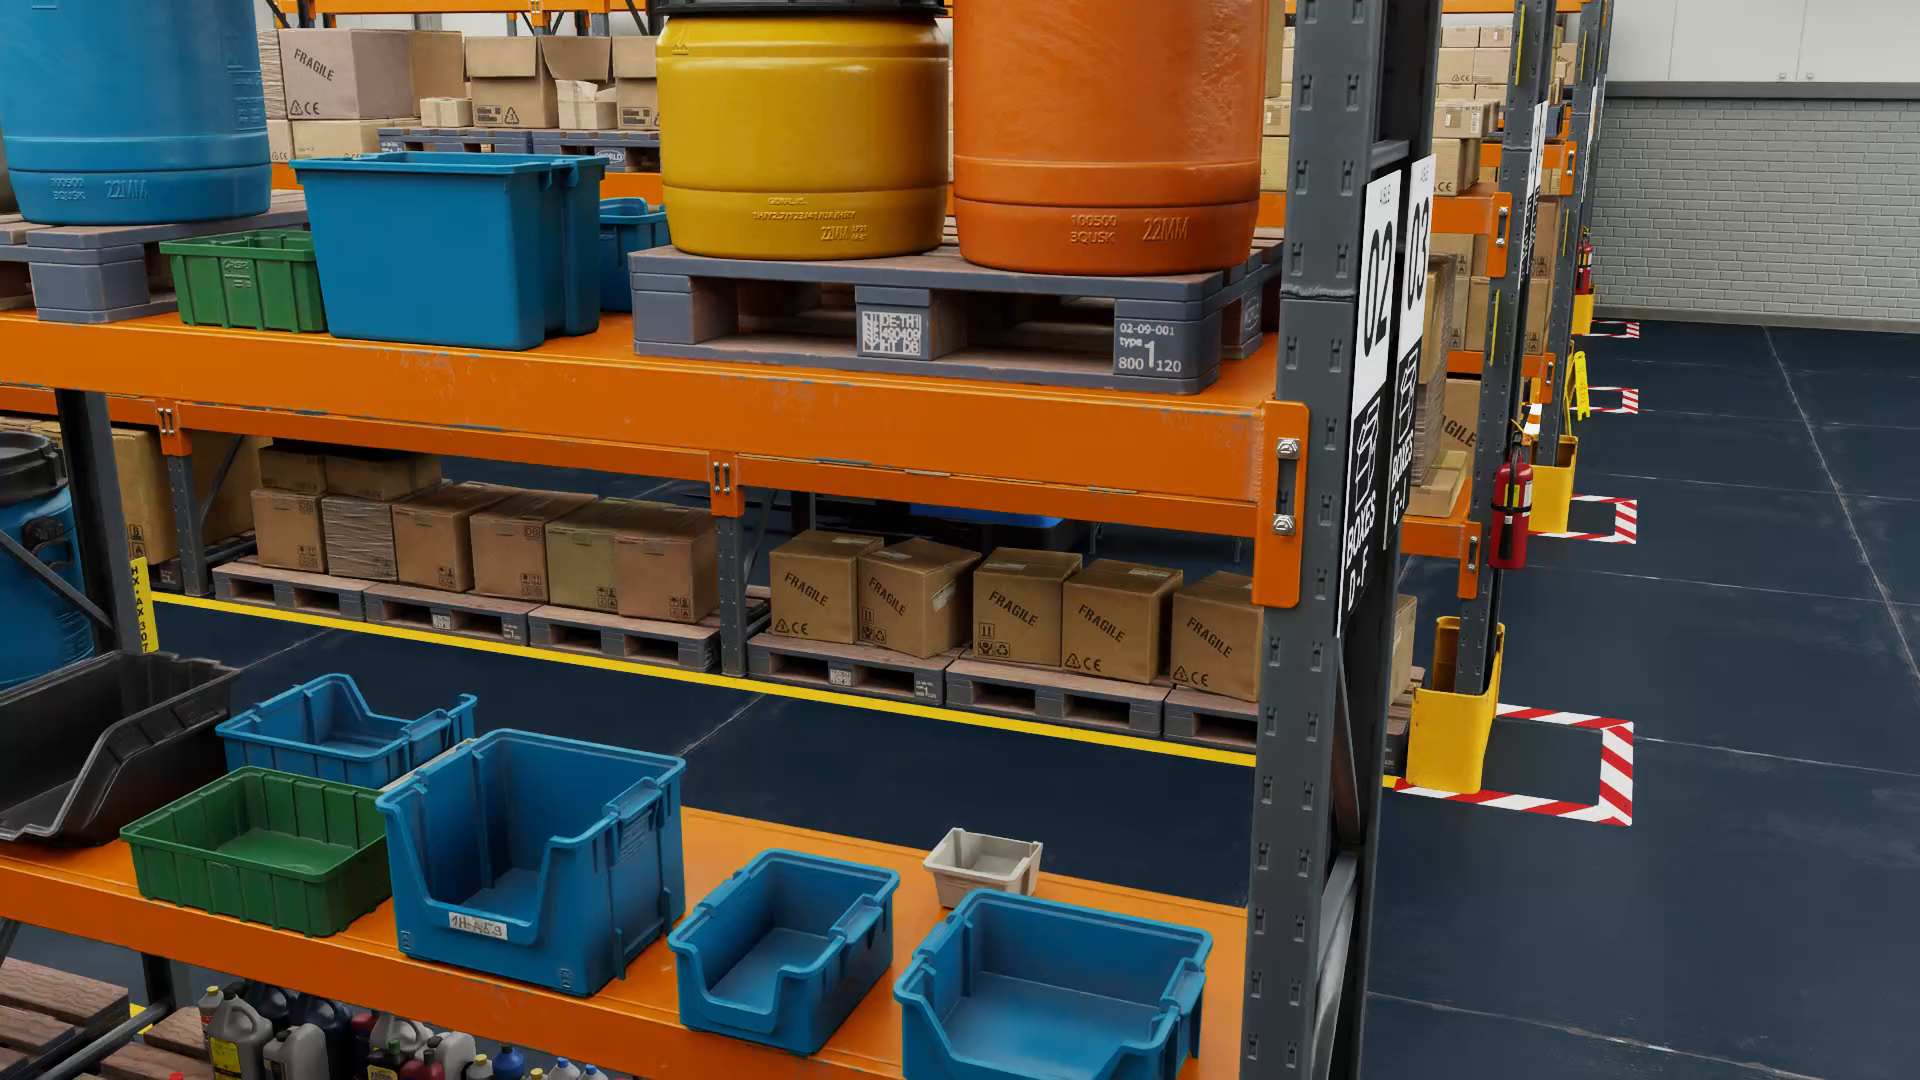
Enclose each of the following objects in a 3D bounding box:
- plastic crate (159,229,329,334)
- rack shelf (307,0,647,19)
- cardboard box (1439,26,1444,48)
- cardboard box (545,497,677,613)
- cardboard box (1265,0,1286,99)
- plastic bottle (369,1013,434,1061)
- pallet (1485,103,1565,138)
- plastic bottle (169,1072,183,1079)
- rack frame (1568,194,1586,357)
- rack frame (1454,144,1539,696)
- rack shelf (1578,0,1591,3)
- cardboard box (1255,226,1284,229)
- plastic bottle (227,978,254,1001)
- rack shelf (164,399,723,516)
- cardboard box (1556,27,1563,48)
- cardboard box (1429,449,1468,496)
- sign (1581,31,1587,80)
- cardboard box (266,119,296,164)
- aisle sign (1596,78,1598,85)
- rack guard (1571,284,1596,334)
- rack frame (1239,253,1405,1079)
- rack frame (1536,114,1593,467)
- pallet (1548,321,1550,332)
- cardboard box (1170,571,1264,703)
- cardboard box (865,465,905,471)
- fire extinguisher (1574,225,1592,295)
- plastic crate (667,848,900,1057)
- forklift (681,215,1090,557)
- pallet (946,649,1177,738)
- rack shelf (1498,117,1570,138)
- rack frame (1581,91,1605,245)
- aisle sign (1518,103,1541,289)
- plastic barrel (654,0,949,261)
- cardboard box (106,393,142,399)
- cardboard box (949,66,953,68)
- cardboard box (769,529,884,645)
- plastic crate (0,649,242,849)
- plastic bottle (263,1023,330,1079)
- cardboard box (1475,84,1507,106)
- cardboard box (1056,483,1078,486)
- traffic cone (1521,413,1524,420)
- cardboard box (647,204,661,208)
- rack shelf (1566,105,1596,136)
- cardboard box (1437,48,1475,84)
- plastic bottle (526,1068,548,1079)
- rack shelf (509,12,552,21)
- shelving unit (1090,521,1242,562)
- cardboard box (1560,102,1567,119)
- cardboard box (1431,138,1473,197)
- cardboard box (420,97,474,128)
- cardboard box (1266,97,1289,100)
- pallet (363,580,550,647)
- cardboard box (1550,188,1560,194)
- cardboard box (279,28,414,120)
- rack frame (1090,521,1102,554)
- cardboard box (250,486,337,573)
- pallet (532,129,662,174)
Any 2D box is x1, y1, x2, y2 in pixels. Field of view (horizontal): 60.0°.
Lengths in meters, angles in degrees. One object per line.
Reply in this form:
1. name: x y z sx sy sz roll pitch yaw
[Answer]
1. plastic crate: -1.569 -0.608 3.887 0.450 0.188 0.336 6 17 21
2. rack shelf: -4.787 -5.019 15.329 4.000 0.370 1.077 6 17 21
3. cardboard box: 3.366 -3.630 12.004 0.250 0.149 0.380 7 17 22
4. cardboard box: -2.120 0.081 10.208 0.500 0.500 0.700 6 17 20
5. cardboard box: 1.320 -2.470 8.312 0.500 0.500 0.500 6 17 20
6. plastic bottle: -1.753 1.603 5.232 0.185 0.351 0.144 6 17 20
7. pallet: 3.822 -3.124 12.332 1.213 0.211 1.003 6 17 21
8. plastic bottle: -2.285 1.712 4.857 0.185 0.351 0.144 6 17 21
9. rack frame: 6.238 -2.947 16.944 0.127 3.000 1.000 6 17 21
10. rack frame: 2.602 -0.377 8.091 0.127 3.000 1.000 6 17 21
11. rack shelf: 2.655 -4.201 12.510 4.000 0.370 1.077 6 17 21
12. cardboard box: 2.627 -2.437 12.981 0.500 0.550 0.875 6 17 21
13. plastic bottle: -2.368 1.556 5.518 0.133 0.283 0.061 7 18 23
14. rack shelf: -2.980 -0.645 10.305 4.000 0.370 1.077 6 17 21
15. cardboard box: 4.322 -3.722 12.321 0.250 0.149 0.380 6 17 21
16. cardboard box: 2.424 -0.347 8.439 0.250 0.149 0.380 6 17 21
17. sign: 4.303 -3.341 11.476 0.005 0.325 0.100 6 17 21
18. cardboard box: -4.019 -2.397 9.938 0.500 0.250 0.500 7 17 22
19. aisle sign: 6.409 -4.269 16.837 0.004 0.787 0.394 6 17 21
20. rack guard: 8.078 -3.032 21.720 0.348 0.500 1.175 6 17 21
21. rack frame: 0.784 0.908 3.666 0.127 3.000 1.000 6 17 21
22. rack frame: 4.515 -1.653 12.486 0.127 3.000 1.000 6 17 21
23. pallet: 7.329 -2.963 22.000 1.213 0.211 1.003 6 17 21
24. cardboard box: 1.458 0.502 8.796 0.500 0.500 0.500 12 20 35
25. cardboard box: -0.323 -0.495 8.948 0.250 0.149 0.380 6 17 21
26. fire extinguisher: 6.175 -2.778 16.503 0.183 0.674 0.296 6 17 21
27. plastic crate: -0.393 0.938 3.829 0.408 0.251 0.499 6 17 21
28. forklift: -0.585 -1.473 11.990 3.031 2.935 1.130 6 17 21
29. pallet: 0.657 0.737 9.255 1.213 0.211 1.003 6 17 21
30. rack shelf: 4.377 -4.246 17.331 4.000 0.370 1.077 6 17 21
31. rack frame: 8.056 -4.235 21.380 0.127 3.000 1.000 6 17 21
32. aisle sign: 2.549 -1.541 7.438 0.004 0.787 0.394 6 17 21
33. plastic barrel: -0.323 -0.908 3.451 0.600 0.588 0.600 0 16 0
34. cardboard box: -5.390 -1.229 10.848 0.500 0.500 0.500 7 18 22
35. cardboard box: 0.225 -5.107 18.818 0.637 0.503 0.797 6 17 21
36. cardboard box: -0.762 0.264 9.613 0.500 0.500 0.500 6 17 19
37. plastic crate: -2.496 0.615 4.786 0.504 0.338 0.767 6 17 21
38. plastic bottle: -2.084 1.647 5.215 0.135 0.276 0.152 6 17 21
39. cardboard box: 3.848 -3.194 11.934 0.250 0.149 0.380 6 17 21
40. cardboard box: 0.620 -0.401 8.626 0.250 0.149 0.380 6 17 21
41. traffic cone: 5.364 -1.438 16.297 0.334 0.463 0.336 6 17 21
42. cardboard box: -2.513 -2.951 14.985 0.500 0.500 0.700 6 17 20
43. rack shelf: 6.195 -5.534 21.766 4.000 0.370 1.077 6 17 21
44. cardboard box: 3.493 -3.443 12.075 0.500 0.250 0.500 6 17 21
45. plastic bottle: -1.292 1.719 5.103 0.097 0.201 0.097 0 16 0
46. rack shelf: -4.968 -8.201 25.577 4.000 0.370 1.077 6 17 21
47. shelving unit: 1.485 -0.661 11.759 1.048 1.500 0.538 3 16 11
48. cardboard box: 6.048 -4.385 16.968 0.250 0.149 0.380 6 17 21
49. cardboard box: 2.060 -1.729 7.636 0.500 0.250 0.500 7 17 22
50. cardboard box: -2.900 -2.482 9.627 0.250 0.166 0.380 6 17 19
51. cardboard box: 1.493 -2.142 8.347 0.250 0.149 0.380 6 17 20
52. pallet: -2.983 0.350 10.590 1.213 0.211 1.003 6 17 21
53. cardboard box: 7.501 -4.265 21.304 0.500 0.500 0.500 6 17 19
54. cardboard box: -3.557 -2.706 9.659 0.500 0.500 0.500 6 17 19
55. rack frame: 0.987 -0.688 11.854 0.032 1.500 0.500 3 16 11
56. cardboard box: -4.210 -0.142 10.978 0.500 0.500 0.700 5 17 18
57. pallet: -1.655 -2.227 9.421 1.003 0.211 1.213 6 17 21
